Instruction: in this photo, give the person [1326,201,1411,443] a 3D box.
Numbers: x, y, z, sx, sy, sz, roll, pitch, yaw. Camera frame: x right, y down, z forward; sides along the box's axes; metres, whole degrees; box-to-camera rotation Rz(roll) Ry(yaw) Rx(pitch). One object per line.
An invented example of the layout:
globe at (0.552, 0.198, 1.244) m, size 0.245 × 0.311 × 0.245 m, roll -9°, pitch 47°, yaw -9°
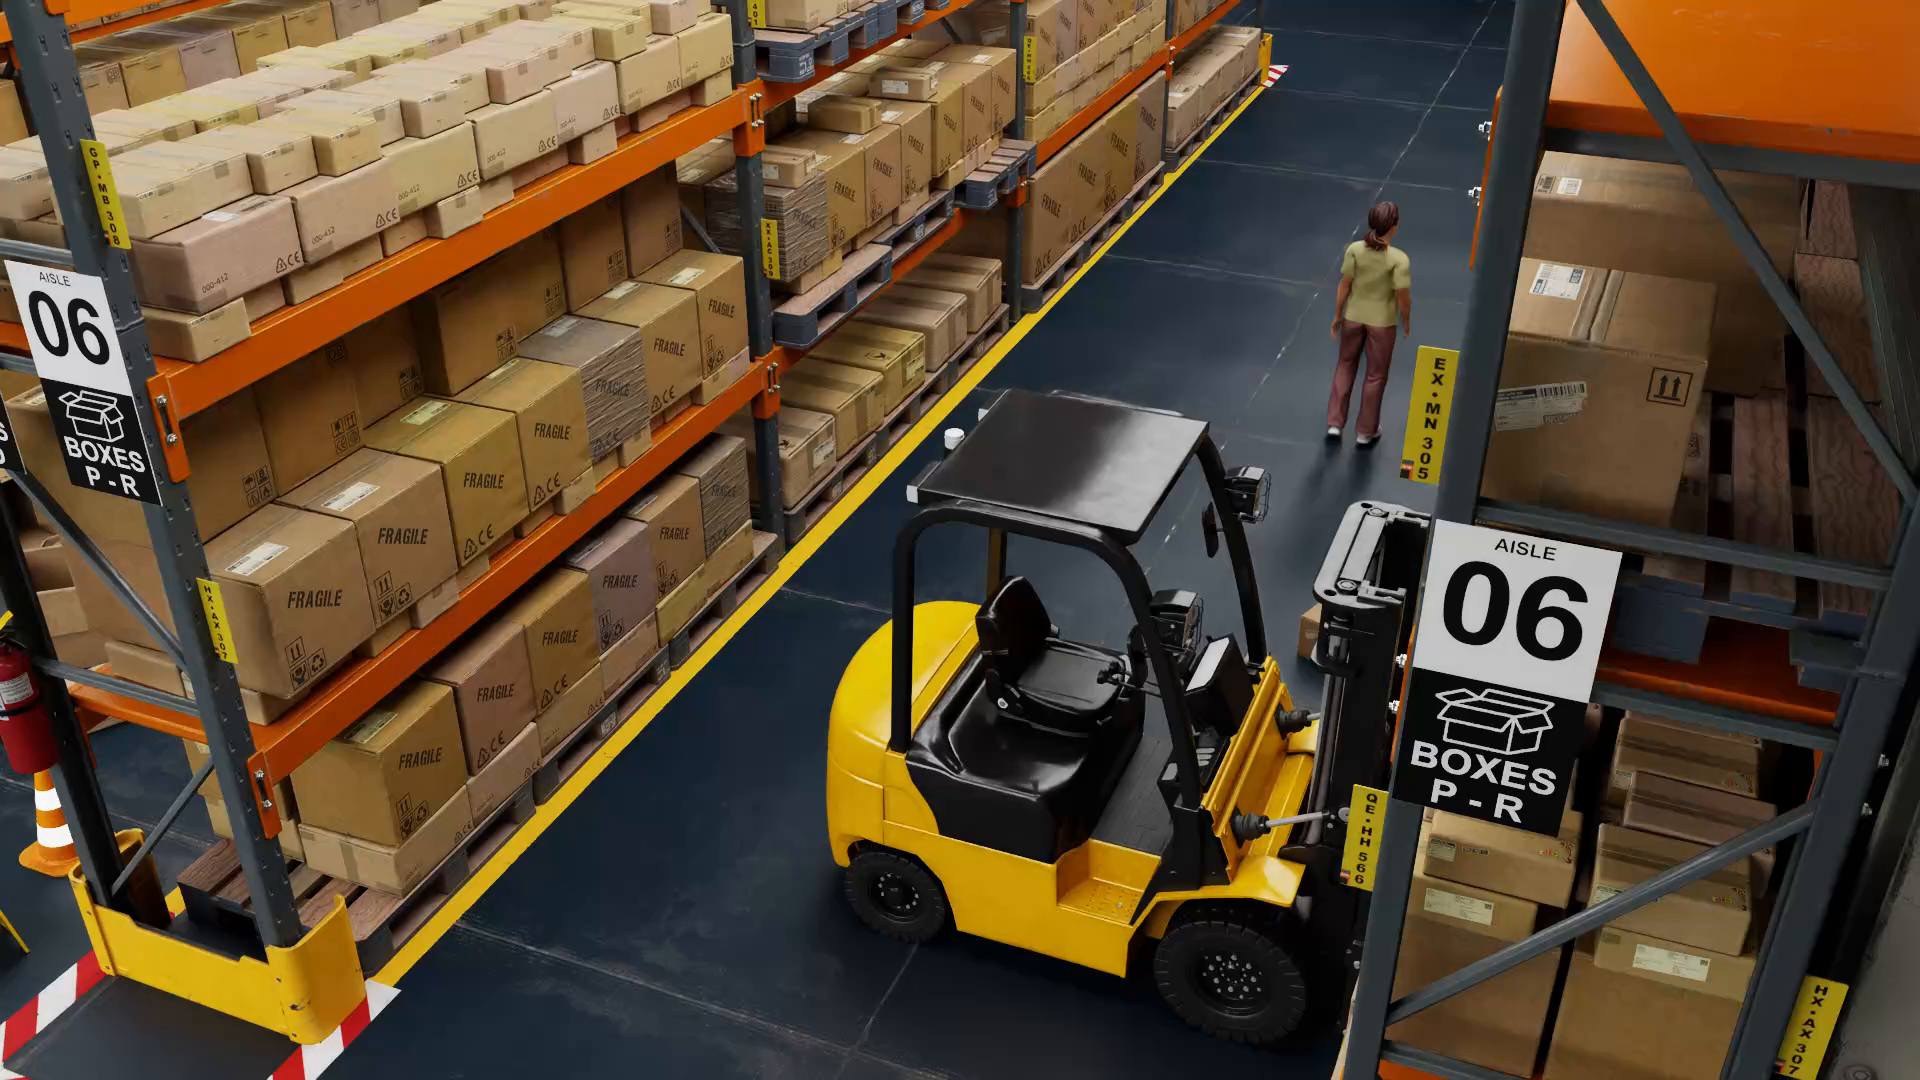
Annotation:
person at (2.679, -1.381, 10.816) m, size 0.484 × 1.732 × 0.466 m, roll 18°, pitch 34°, yaw 28°
